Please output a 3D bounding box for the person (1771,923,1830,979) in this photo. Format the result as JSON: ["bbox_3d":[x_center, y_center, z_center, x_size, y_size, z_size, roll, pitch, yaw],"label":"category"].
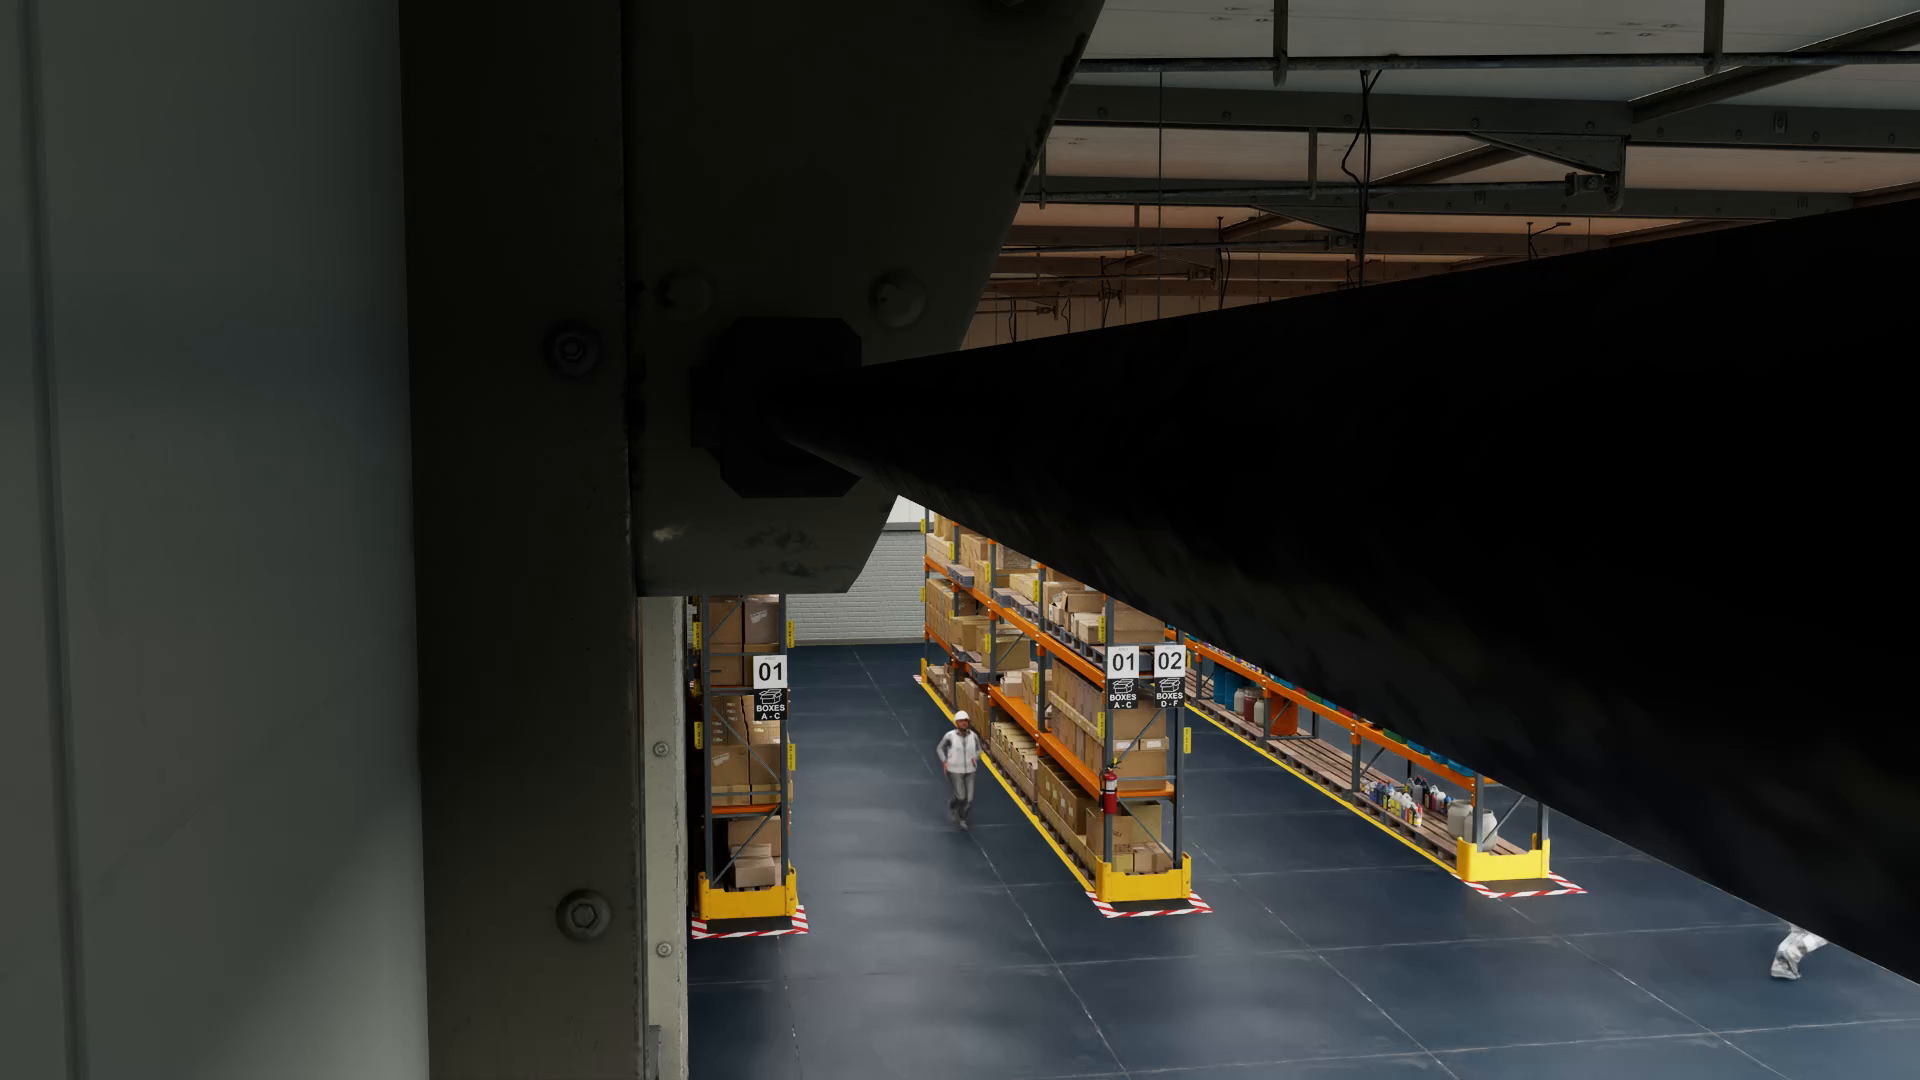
[{"bbox_3d":[9.122,3.879,17.875,0.677,1.737,0.659,1,5,11],"label":"person"}]

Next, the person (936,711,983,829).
[{"bbox_3d":[0.036,3.348,24.103,0.650,1.732,0.566,-2,5,-18],"label":"person"}]
